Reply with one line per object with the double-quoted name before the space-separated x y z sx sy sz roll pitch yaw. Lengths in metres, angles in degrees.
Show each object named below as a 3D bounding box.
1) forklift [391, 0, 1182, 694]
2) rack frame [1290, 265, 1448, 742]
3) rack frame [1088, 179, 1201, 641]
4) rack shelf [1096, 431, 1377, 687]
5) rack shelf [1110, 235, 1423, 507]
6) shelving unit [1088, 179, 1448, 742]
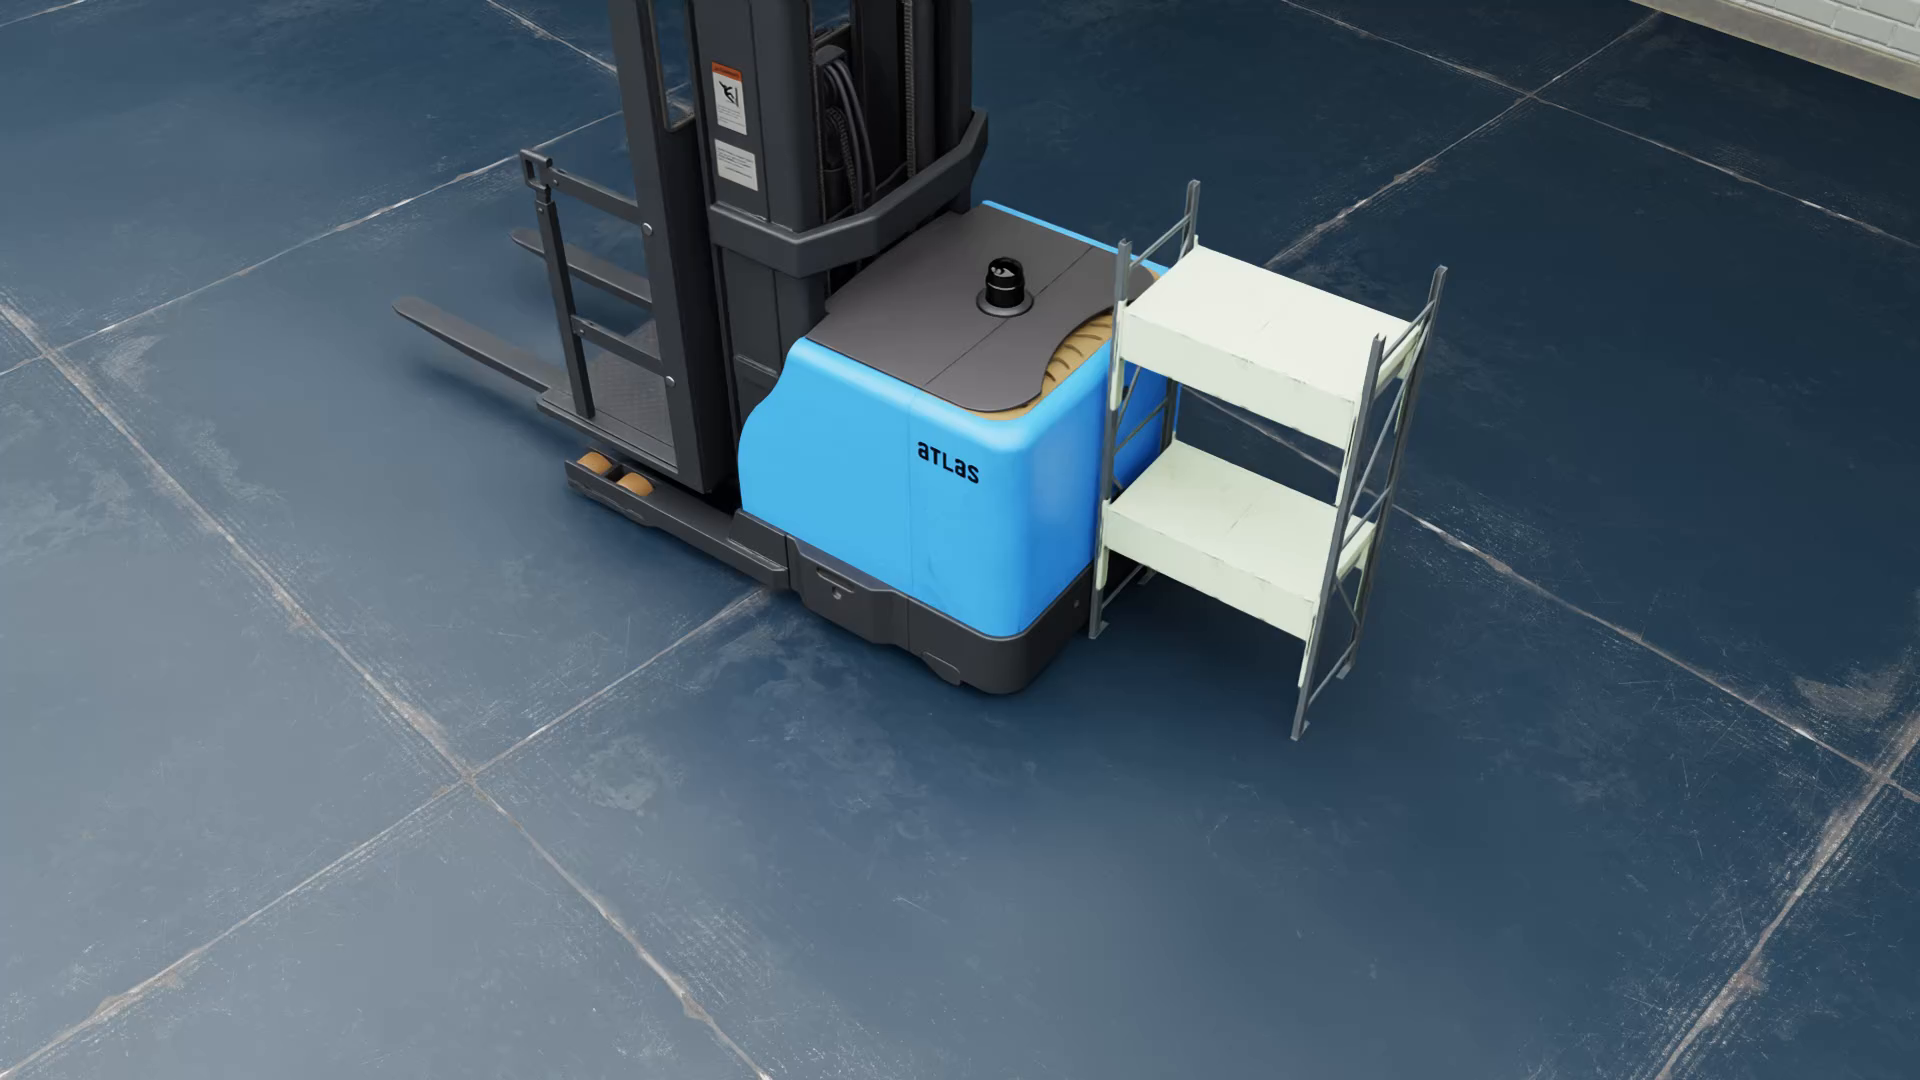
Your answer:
"forklift" -0.774 -1.408 5.114 3.031 2.935 1.130 26 49 25
"rack frame" 1.137 -0.048 4.697 0.023 1.500 0.400 26 49 25
"rack frame" 0.543 -0.338 5.011 0.023 1.500 0.400 26 49 25
"rack shelf" 0.840 0.046 5.075 0.720 0.370 0.431 26 49 25
"rack shelf" 0.840 -0.480 4.589 0.720 0.370 0.431 26 49 25
"shelving unit" 0.840 -0.193 4.854 0.755 1.500 0.431 26 49 25
